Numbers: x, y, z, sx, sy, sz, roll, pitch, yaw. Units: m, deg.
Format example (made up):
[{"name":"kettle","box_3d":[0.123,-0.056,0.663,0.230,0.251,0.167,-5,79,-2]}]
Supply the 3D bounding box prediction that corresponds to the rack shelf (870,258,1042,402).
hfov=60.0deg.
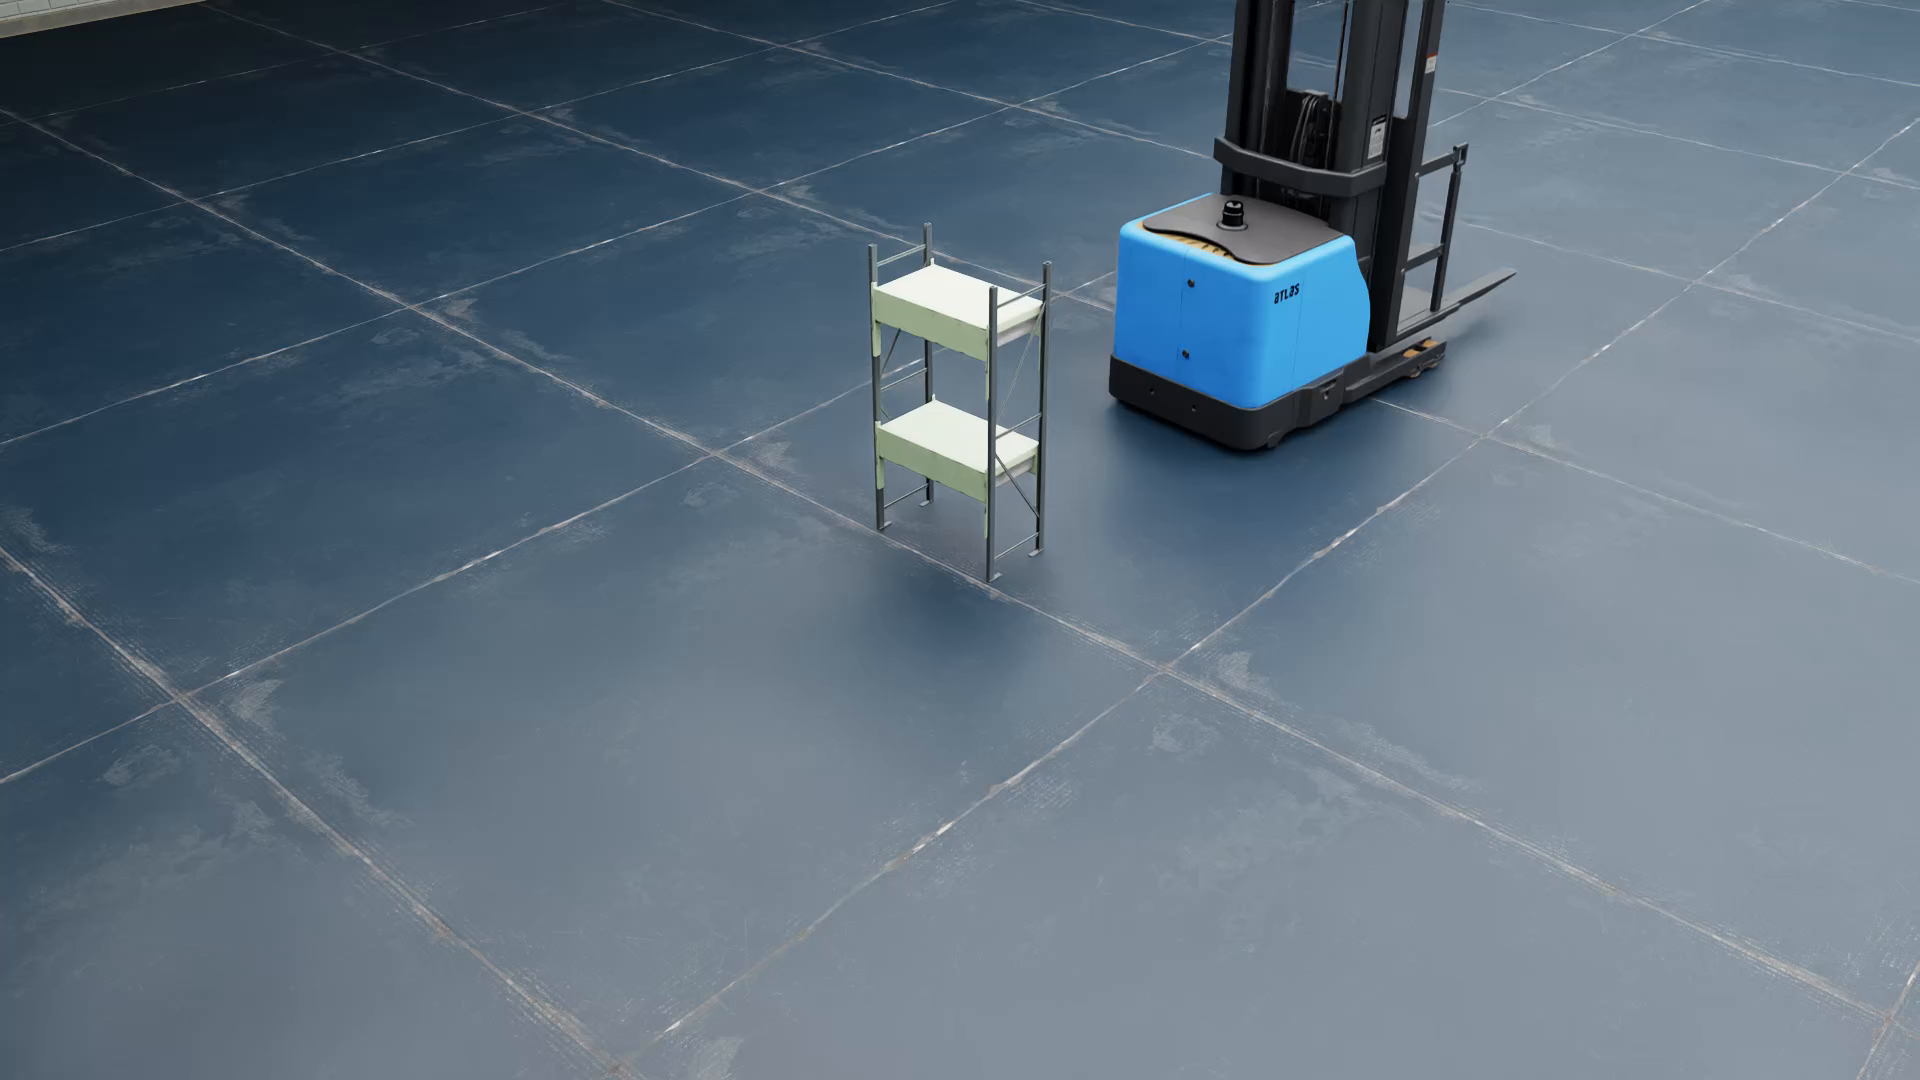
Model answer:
[{"name":"rack shelf","box_3d":[-0.005,-0.979,7.666,0.720,0.370,0.431,25,39,35]}]

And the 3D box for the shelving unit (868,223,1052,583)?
[{"name":"shelving unit","box_3d":[-0.005,-0.645,7.867,0.755,1.500,0.431,25,39,35]}]

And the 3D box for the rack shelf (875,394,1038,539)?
[{"name":"rack shelf","box_3d":[-0.005,-0.366,8.035,0.720,0.370,0.431,25,39,35]}]

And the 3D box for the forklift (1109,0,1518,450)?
[{"name":"forklift","box_3d":[2.265,-2.389,9.376,3.031,2.935,1.130,-26,40,-36]}]

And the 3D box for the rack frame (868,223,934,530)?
[{"name":"rack frame","box_3d":[-0.276,-0.772,8.077,0.023,1.500,0.400,25,39,35]}]

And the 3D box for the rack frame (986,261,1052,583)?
[{"name":"rack frame","box_3d":[0.266,-0.518,7.657,0.023,1.500,0.400,25,39,35]}]
